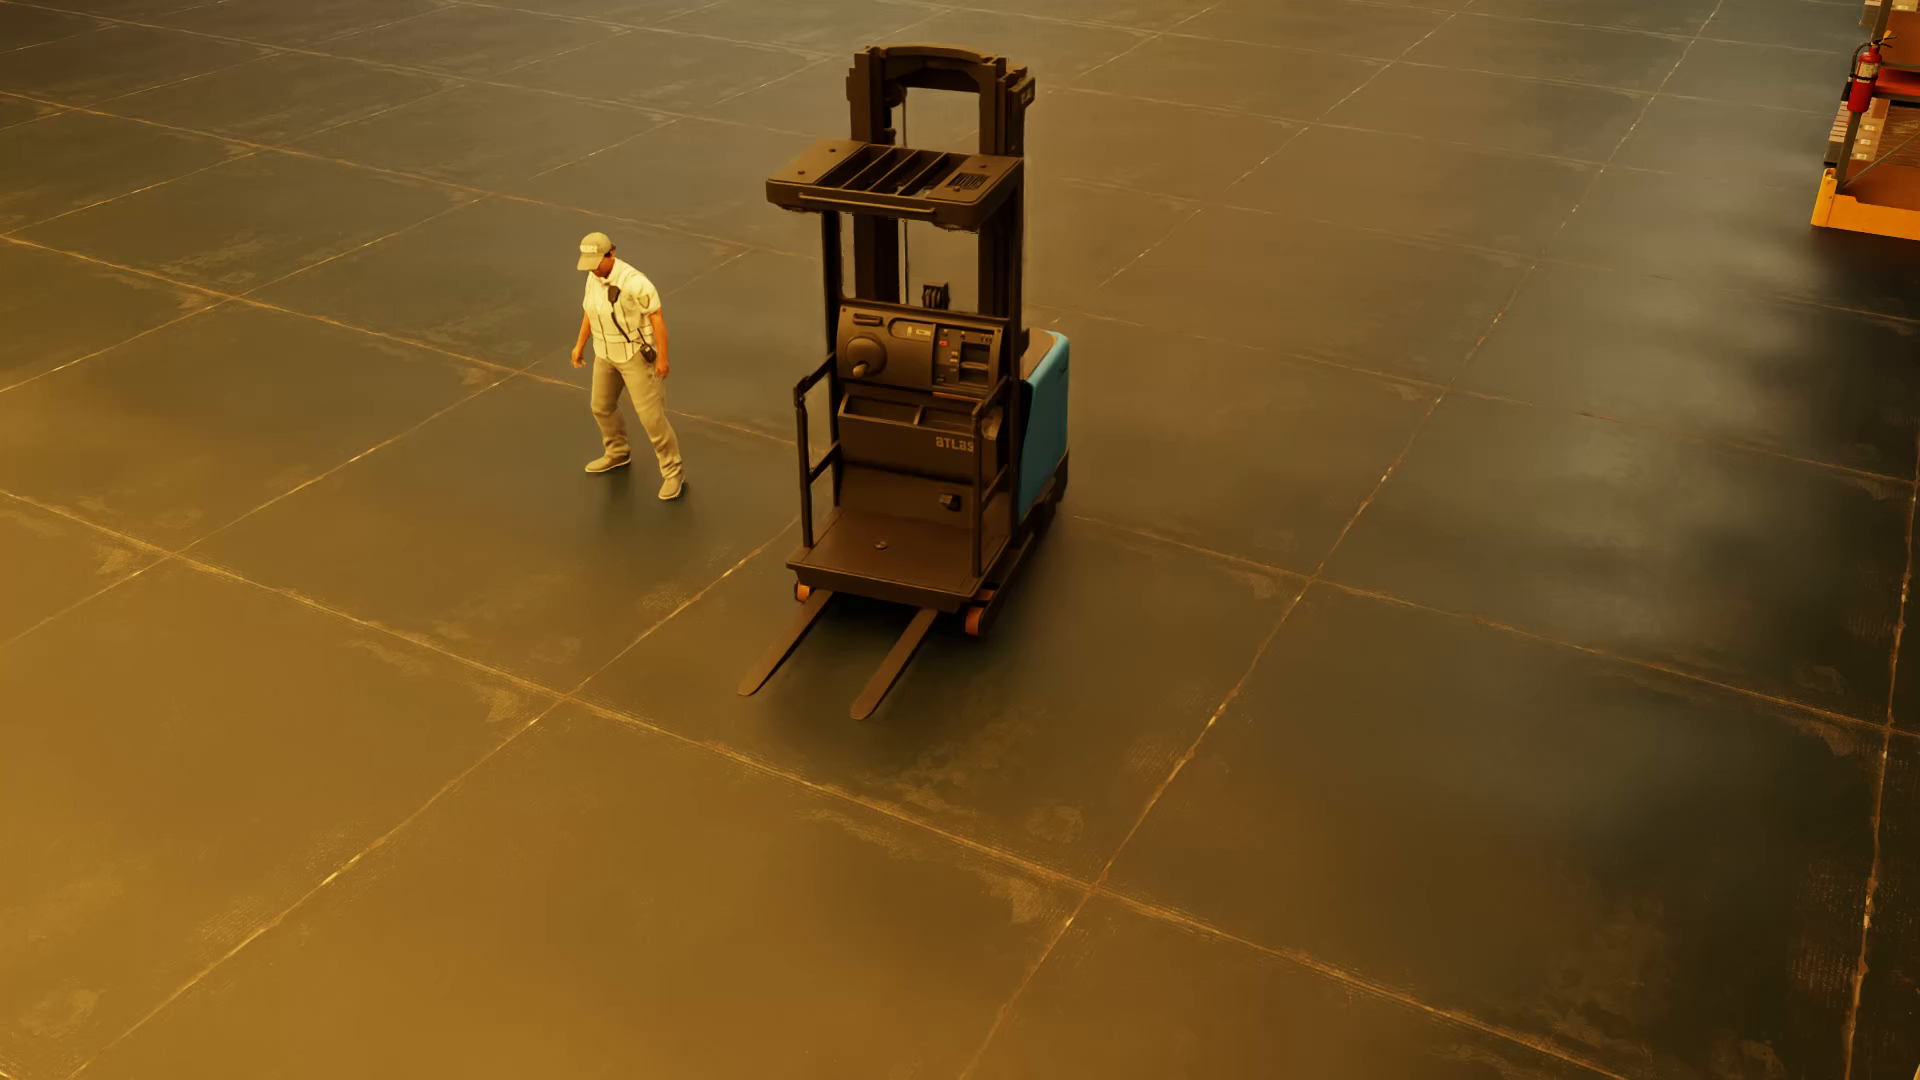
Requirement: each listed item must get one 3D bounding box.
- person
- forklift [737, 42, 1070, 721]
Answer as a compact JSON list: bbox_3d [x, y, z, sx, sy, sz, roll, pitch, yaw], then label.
[{"bbox_3d":[-2.070,-1.111,10.293,0.778,1.651,0.468,19,35,29],"label":"person"},{"bbox_3d":[-0.289,-0.973,8.756,1.130,2.935,3.031,10,31,17],"label":"forklift"}]
